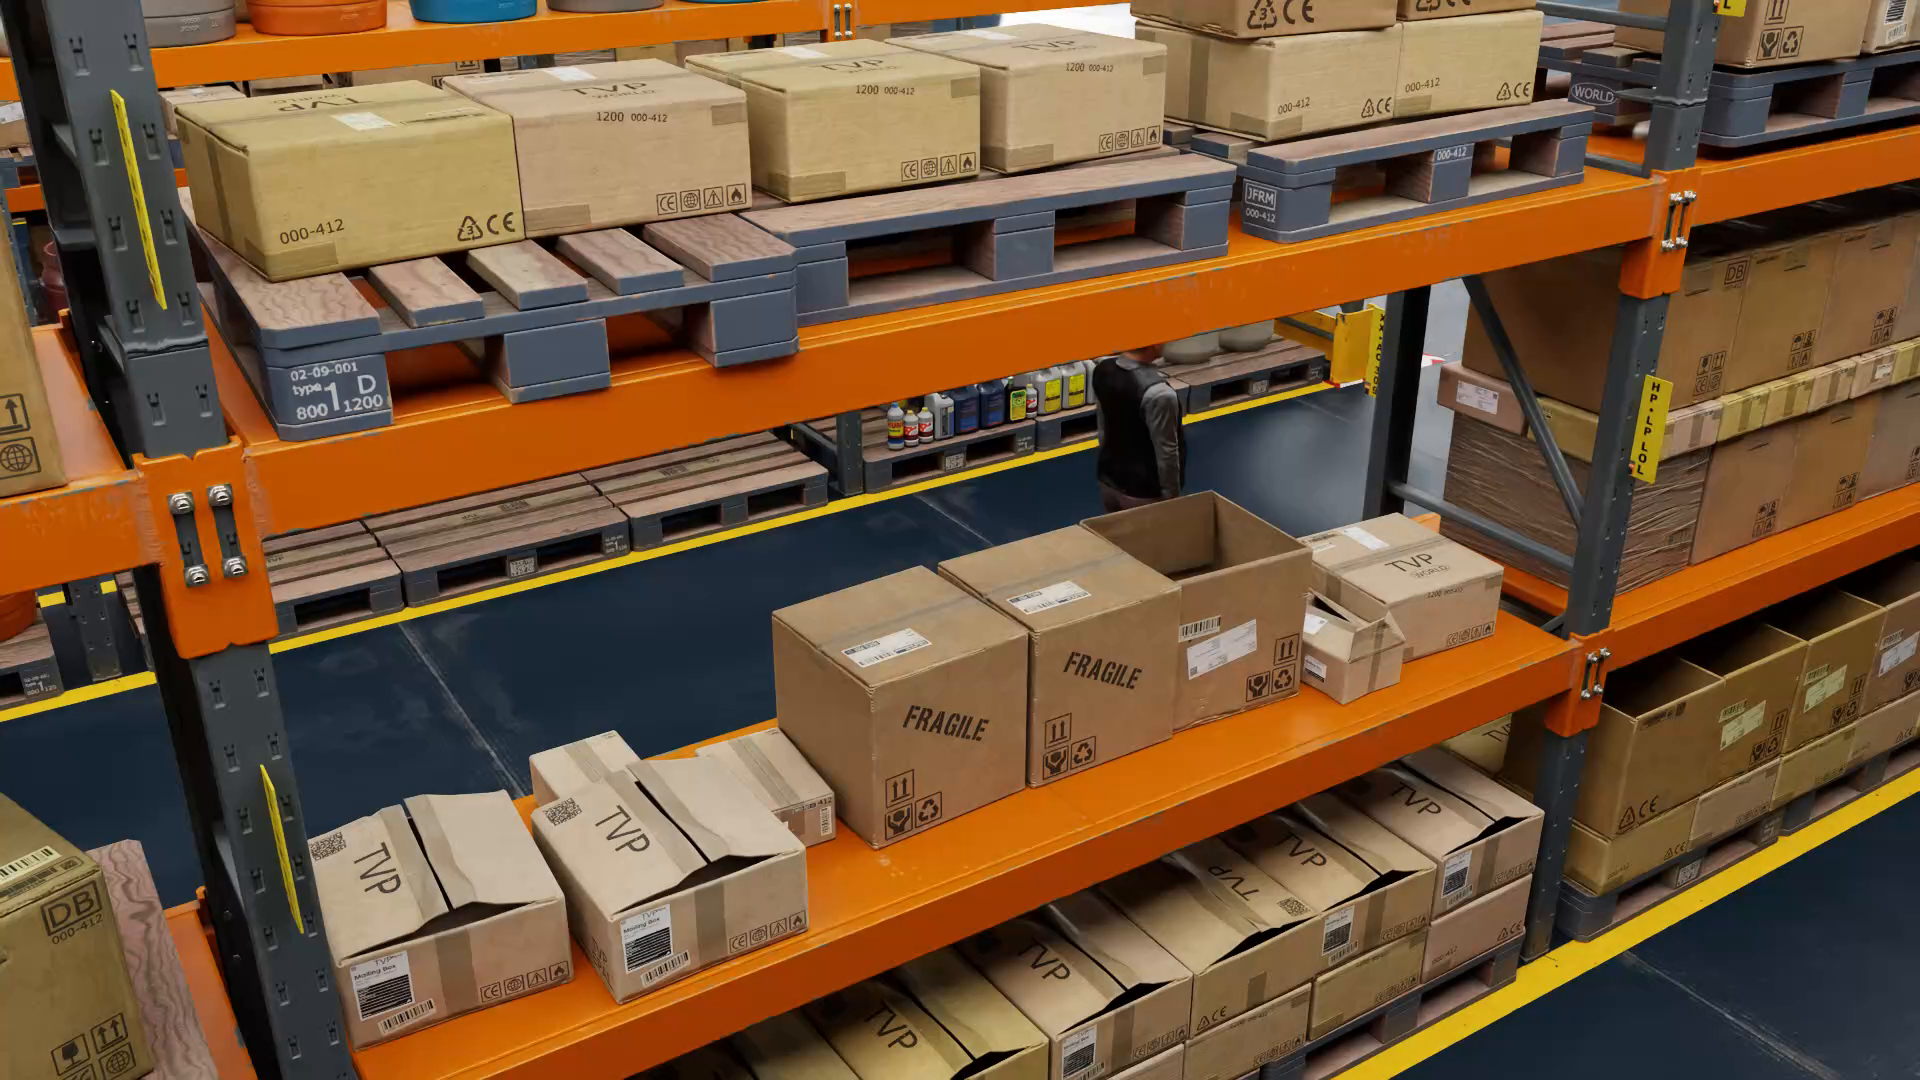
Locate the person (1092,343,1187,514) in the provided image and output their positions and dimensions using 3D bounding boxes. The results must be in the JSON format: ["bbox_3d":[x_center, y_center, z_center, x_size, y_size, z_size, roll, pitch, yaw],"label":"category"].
[{"bbox_3d":[0.817,-0.184,7.685,0.355,1.596,0.534,-15,29,-29],"label":"person"}]
